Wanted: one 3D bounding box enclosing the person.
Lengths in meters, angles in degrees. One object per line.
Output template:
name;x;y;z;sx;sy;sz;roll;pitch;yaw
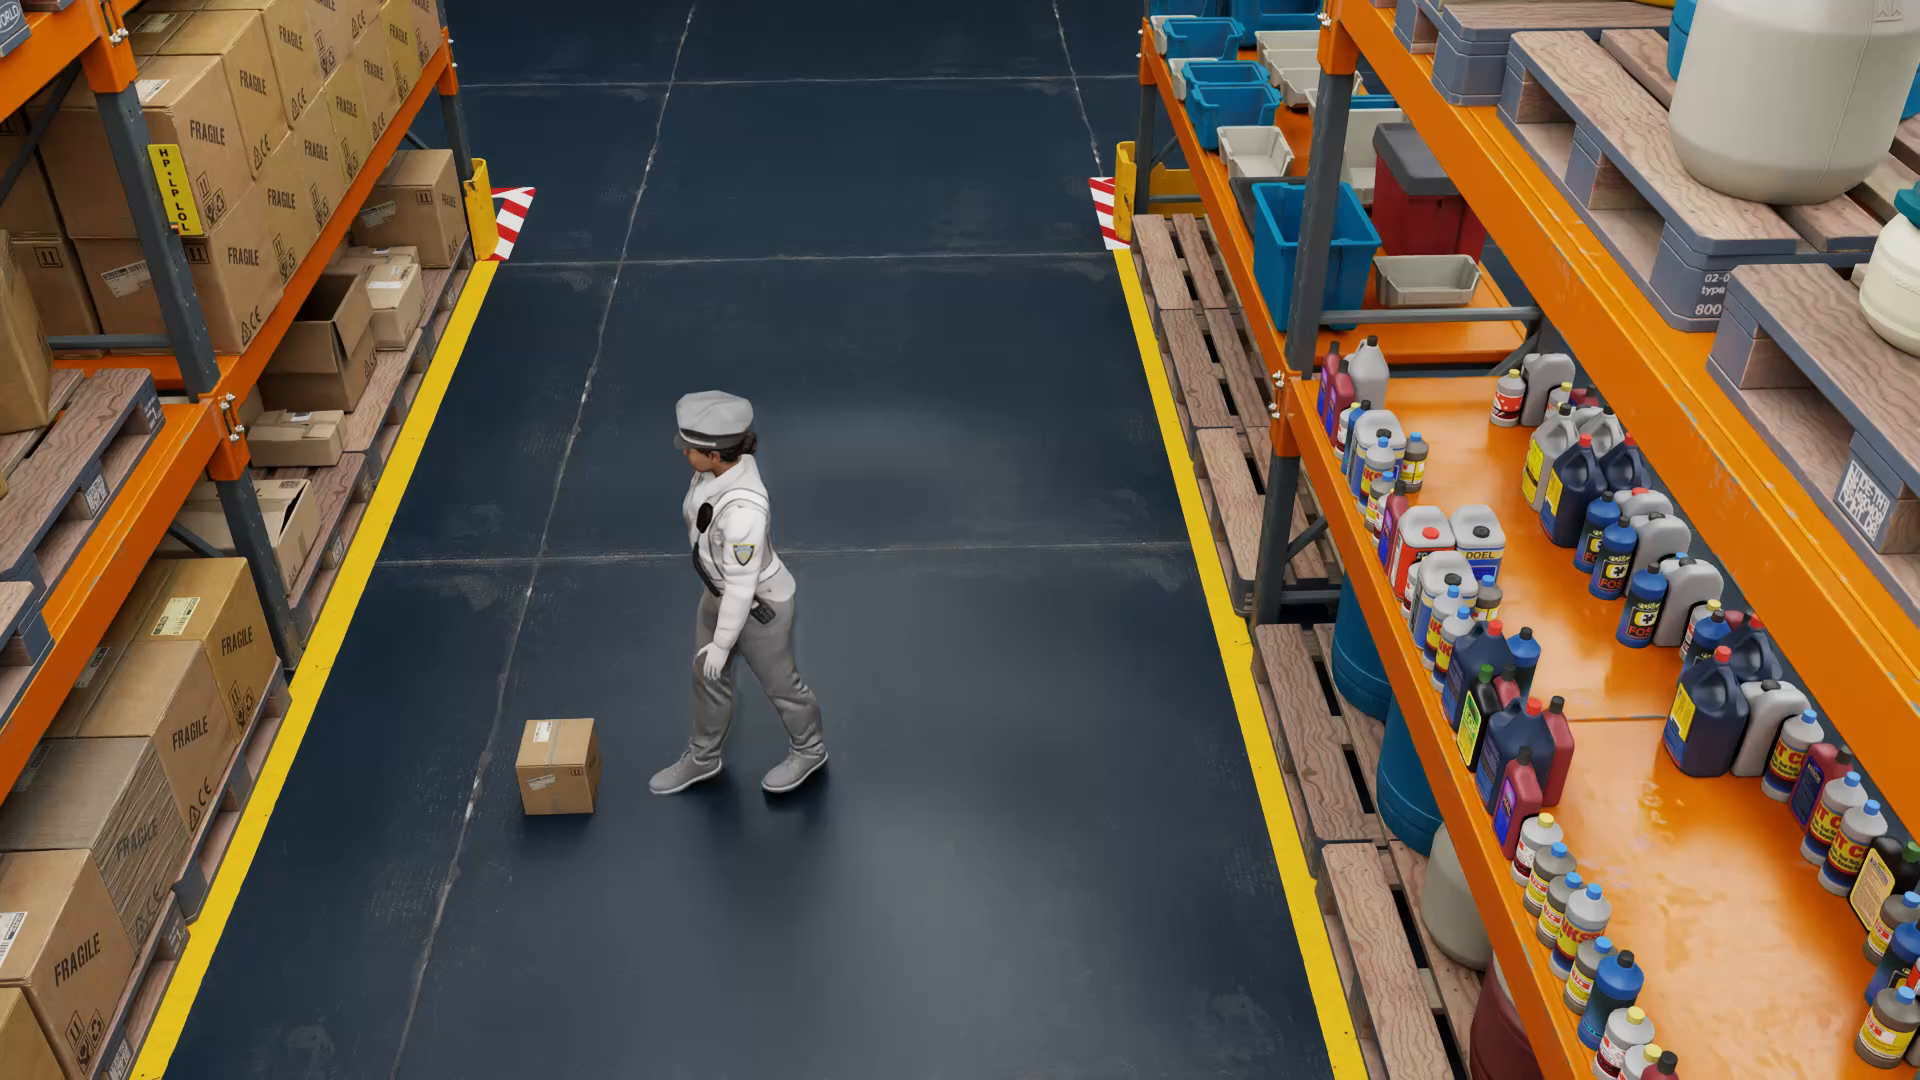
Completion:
person;-0.812;0.250;5.786;0.656;1.680;0.496;-16;39;-22
